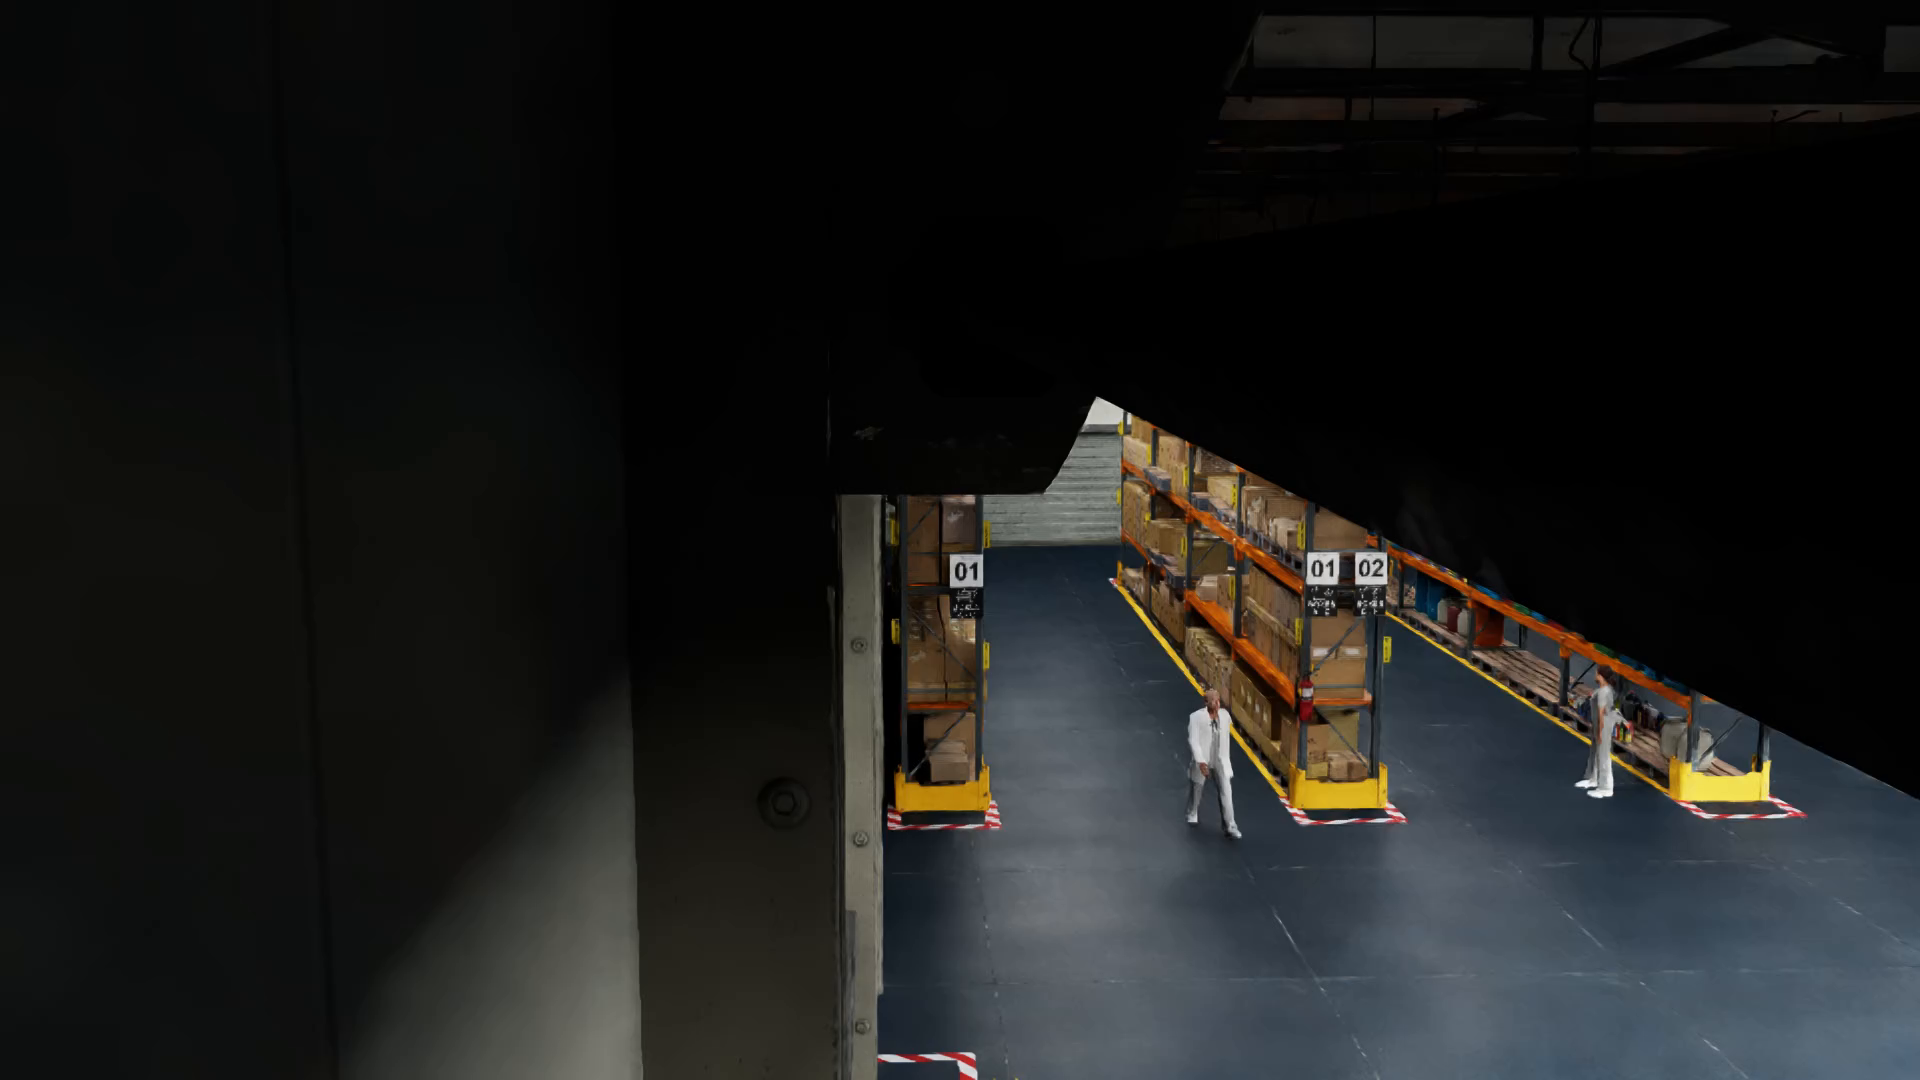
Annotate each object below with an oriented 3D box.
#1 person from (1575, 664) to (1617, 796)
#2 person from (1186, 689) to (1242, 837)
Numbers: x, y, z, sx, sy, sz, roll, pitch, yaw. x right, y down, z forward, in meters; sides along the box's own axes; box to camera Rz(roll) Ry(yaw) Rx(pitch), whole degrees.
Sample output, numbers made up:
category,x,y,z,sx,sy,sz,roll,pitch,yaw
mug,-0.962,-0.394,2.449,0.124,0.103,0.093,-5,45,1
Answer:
category,x,y,z,sx,sy,sz,roll,pitch,yaw
person,8.105,2.389,21.134,0.477,1.675,0.487,4,10,28
person,2.949,2.592,19.593,0.580,1.715,1.103,-2,9,-10
